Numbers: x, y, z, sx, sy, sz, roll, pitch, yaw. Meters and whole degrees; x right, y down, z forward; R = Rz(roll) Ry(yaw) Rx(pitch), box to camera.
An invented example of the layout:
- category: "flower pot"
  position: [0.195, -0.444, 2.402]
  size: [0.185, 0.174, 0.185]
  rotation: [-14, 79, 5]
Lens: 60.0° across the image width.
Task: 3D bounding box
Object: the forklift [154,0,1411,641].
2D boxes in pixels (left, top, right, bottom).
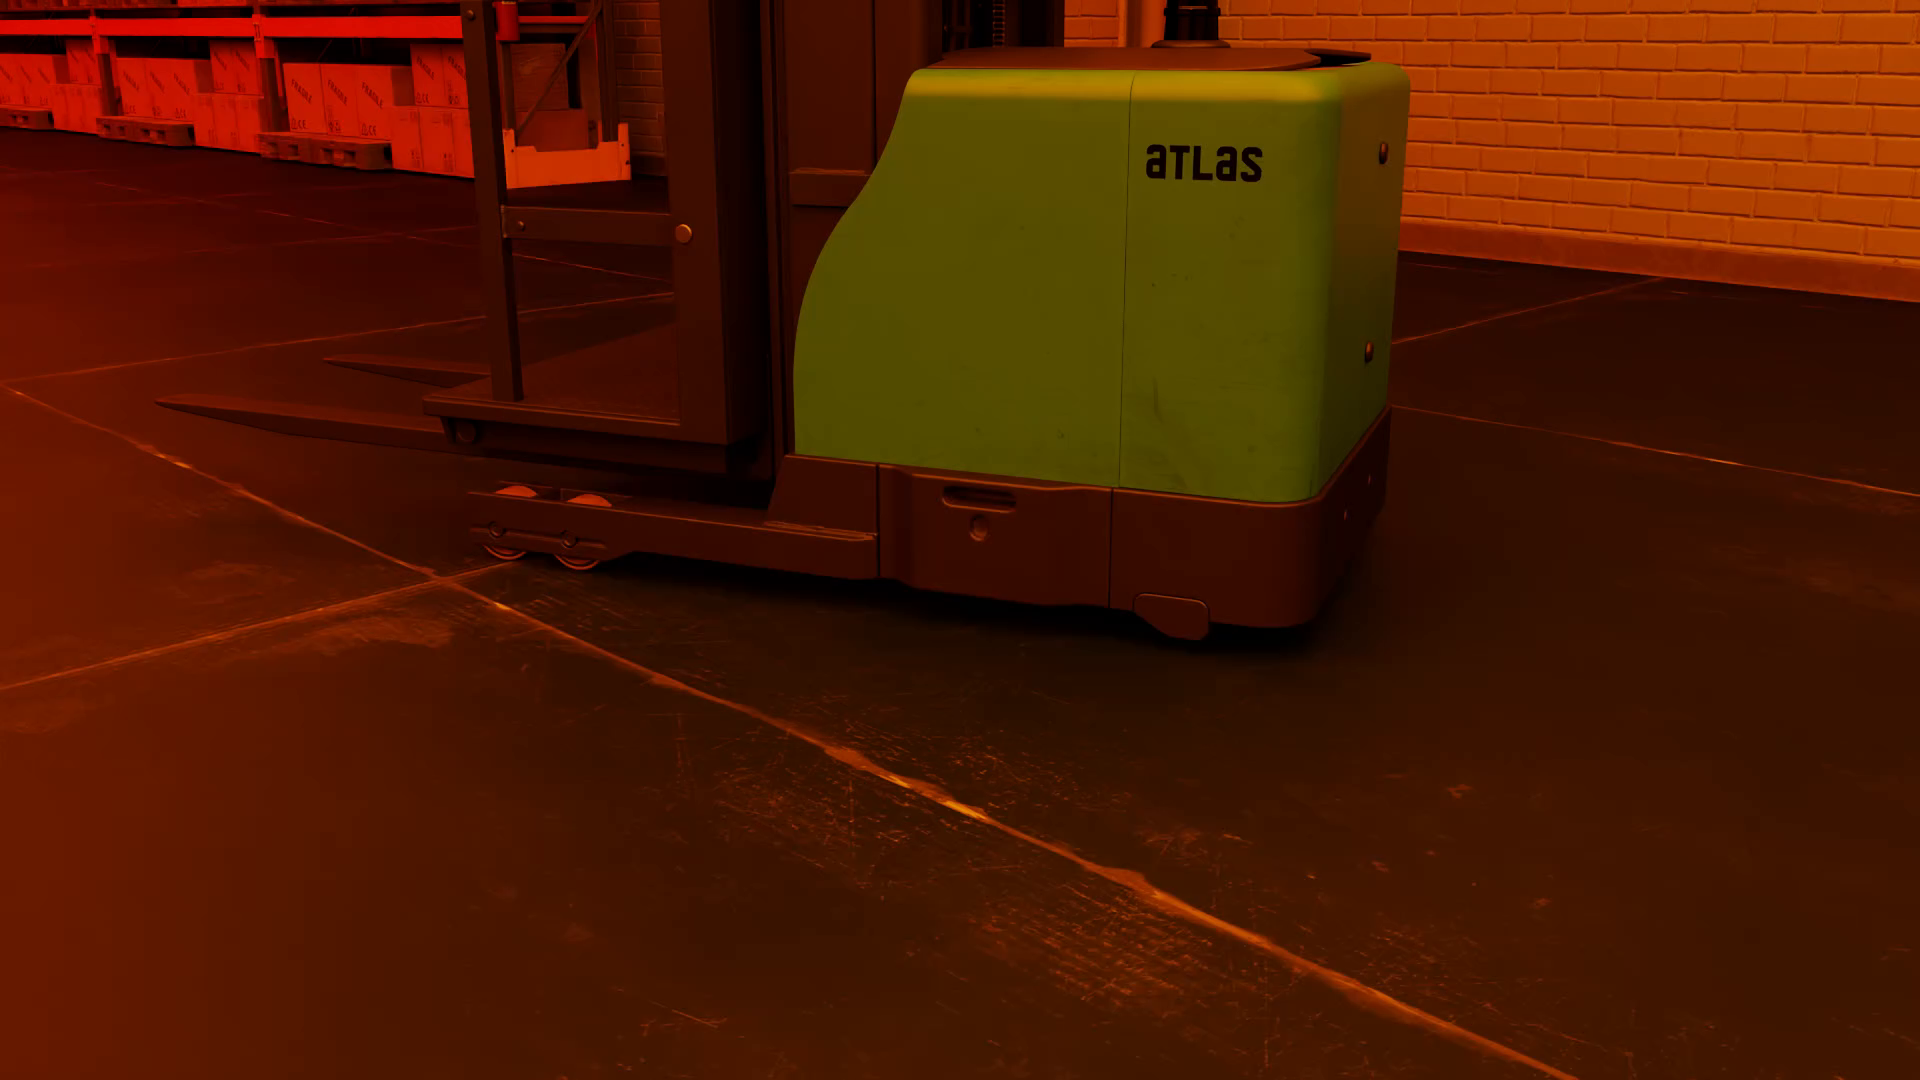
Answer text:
- category: "forklift"
  position: [-0.563, -1.469, 3.684]
  size: [3.031, 2.935, 1.130]
  rotation: [7, 18, 21]
